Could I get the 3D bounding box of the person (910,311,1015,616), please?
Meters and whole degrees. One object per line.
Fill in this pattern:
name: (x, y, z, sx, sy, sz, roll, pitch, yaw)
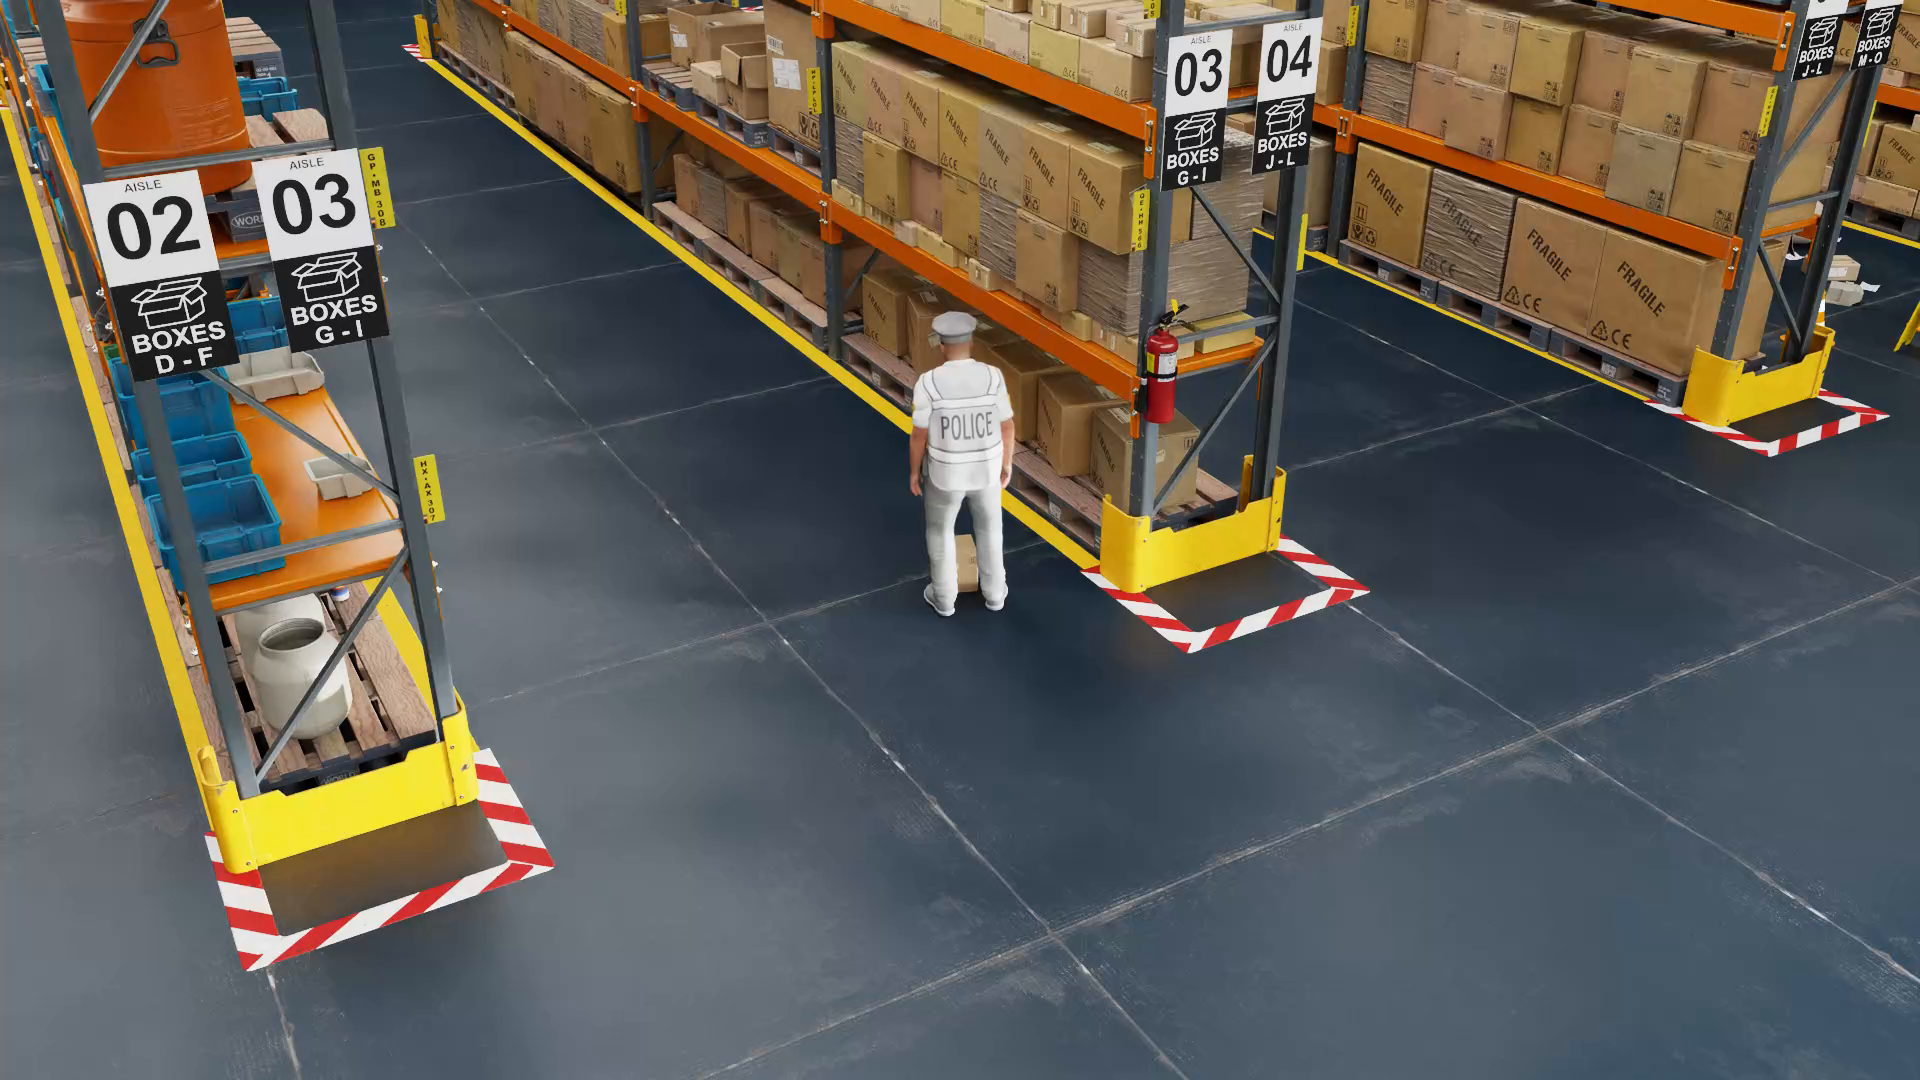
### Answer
person: (0.013, -0.384, 9.257, 0.590, 1.745, 0.435, -5, 29, -9)
